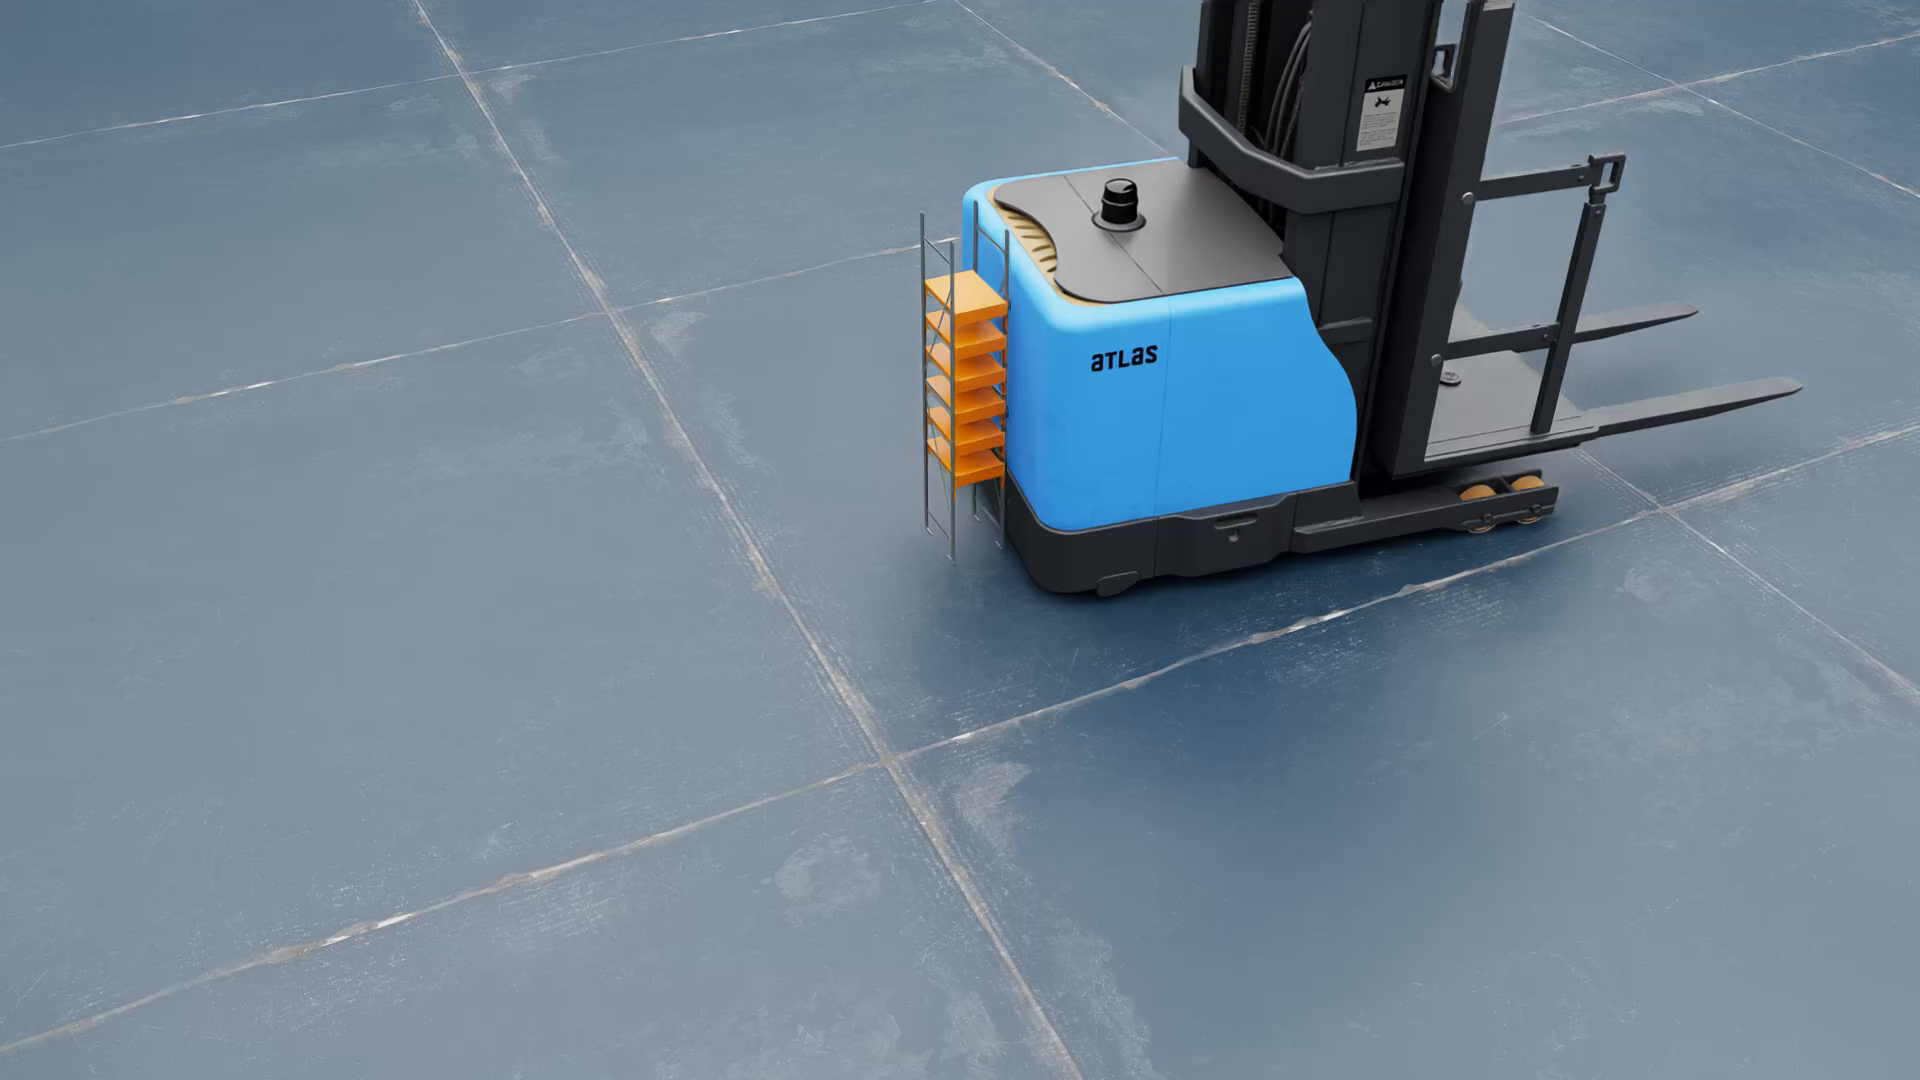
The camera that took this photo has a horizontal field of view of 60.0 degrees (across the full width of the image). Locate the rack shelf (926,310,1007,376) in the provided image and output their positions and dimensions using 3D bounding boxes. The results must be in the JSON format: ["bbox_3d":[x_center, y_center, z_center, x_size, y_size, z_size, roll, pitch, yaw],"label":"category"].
[{"bbox_3d":[0.013,-0.643,5.281,0.180,0.103,0.258,-16,39,-20],"label":"rack shelf"}]

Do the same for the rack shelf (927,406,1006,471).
[{"bbox_3d":[0.013,-0.354,5.495,0.180,0.103,0.258,-16,39,-20],"label":"rack shelf"}]

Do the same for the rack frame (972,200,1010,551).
[{"bbox_3d":[0.096,-0.509,5.429,0.006,1.200,0.240,-16,39,-20],"label":"rack frame"}]

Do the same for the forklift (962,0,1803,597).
[{"bbox_3d":[1.570,-1.491,5.300,3.031,2.935,1.130,-10,38,-13],"label":"forklift"}]

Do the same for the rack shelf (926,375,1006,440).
[{"bbox_3d":[0.013,-0.450,5.424,0.180,0.103,0.258,-16,39,-20],"label":"rack shelf"}]

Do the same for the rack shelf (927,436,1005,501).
[{"bbox_3d":[0.013,-0.257,5.567,0.180,0.103,0.258,-16,39,-20],"label":"rack shelf"}]

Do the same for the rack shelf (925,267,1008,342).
[{"bbox_3d":[0.013,-0.739,5.210,0.180,0.103,0.258,-16,39,-20],"label":"rack shelf"}]

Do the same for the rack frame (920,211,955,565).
[{"bbox_3d":[-0.070,-0.462,5.366,0.006,1.200,0.240,-16,39,-20],"label":"rack frame"}]

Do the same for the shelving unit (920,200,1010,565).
[{"bbox_3d":[0.013,-0.486,5.398,0.189,1.200,0.258,-16,39,-20],"label":"shelving unit"}]

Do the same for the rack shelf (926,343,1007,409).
[{"bbox_3d":[0.013,-0.546,5.352,0.180,0.103,0.258,-16,39,-20],"label":"rack shelf"}]
